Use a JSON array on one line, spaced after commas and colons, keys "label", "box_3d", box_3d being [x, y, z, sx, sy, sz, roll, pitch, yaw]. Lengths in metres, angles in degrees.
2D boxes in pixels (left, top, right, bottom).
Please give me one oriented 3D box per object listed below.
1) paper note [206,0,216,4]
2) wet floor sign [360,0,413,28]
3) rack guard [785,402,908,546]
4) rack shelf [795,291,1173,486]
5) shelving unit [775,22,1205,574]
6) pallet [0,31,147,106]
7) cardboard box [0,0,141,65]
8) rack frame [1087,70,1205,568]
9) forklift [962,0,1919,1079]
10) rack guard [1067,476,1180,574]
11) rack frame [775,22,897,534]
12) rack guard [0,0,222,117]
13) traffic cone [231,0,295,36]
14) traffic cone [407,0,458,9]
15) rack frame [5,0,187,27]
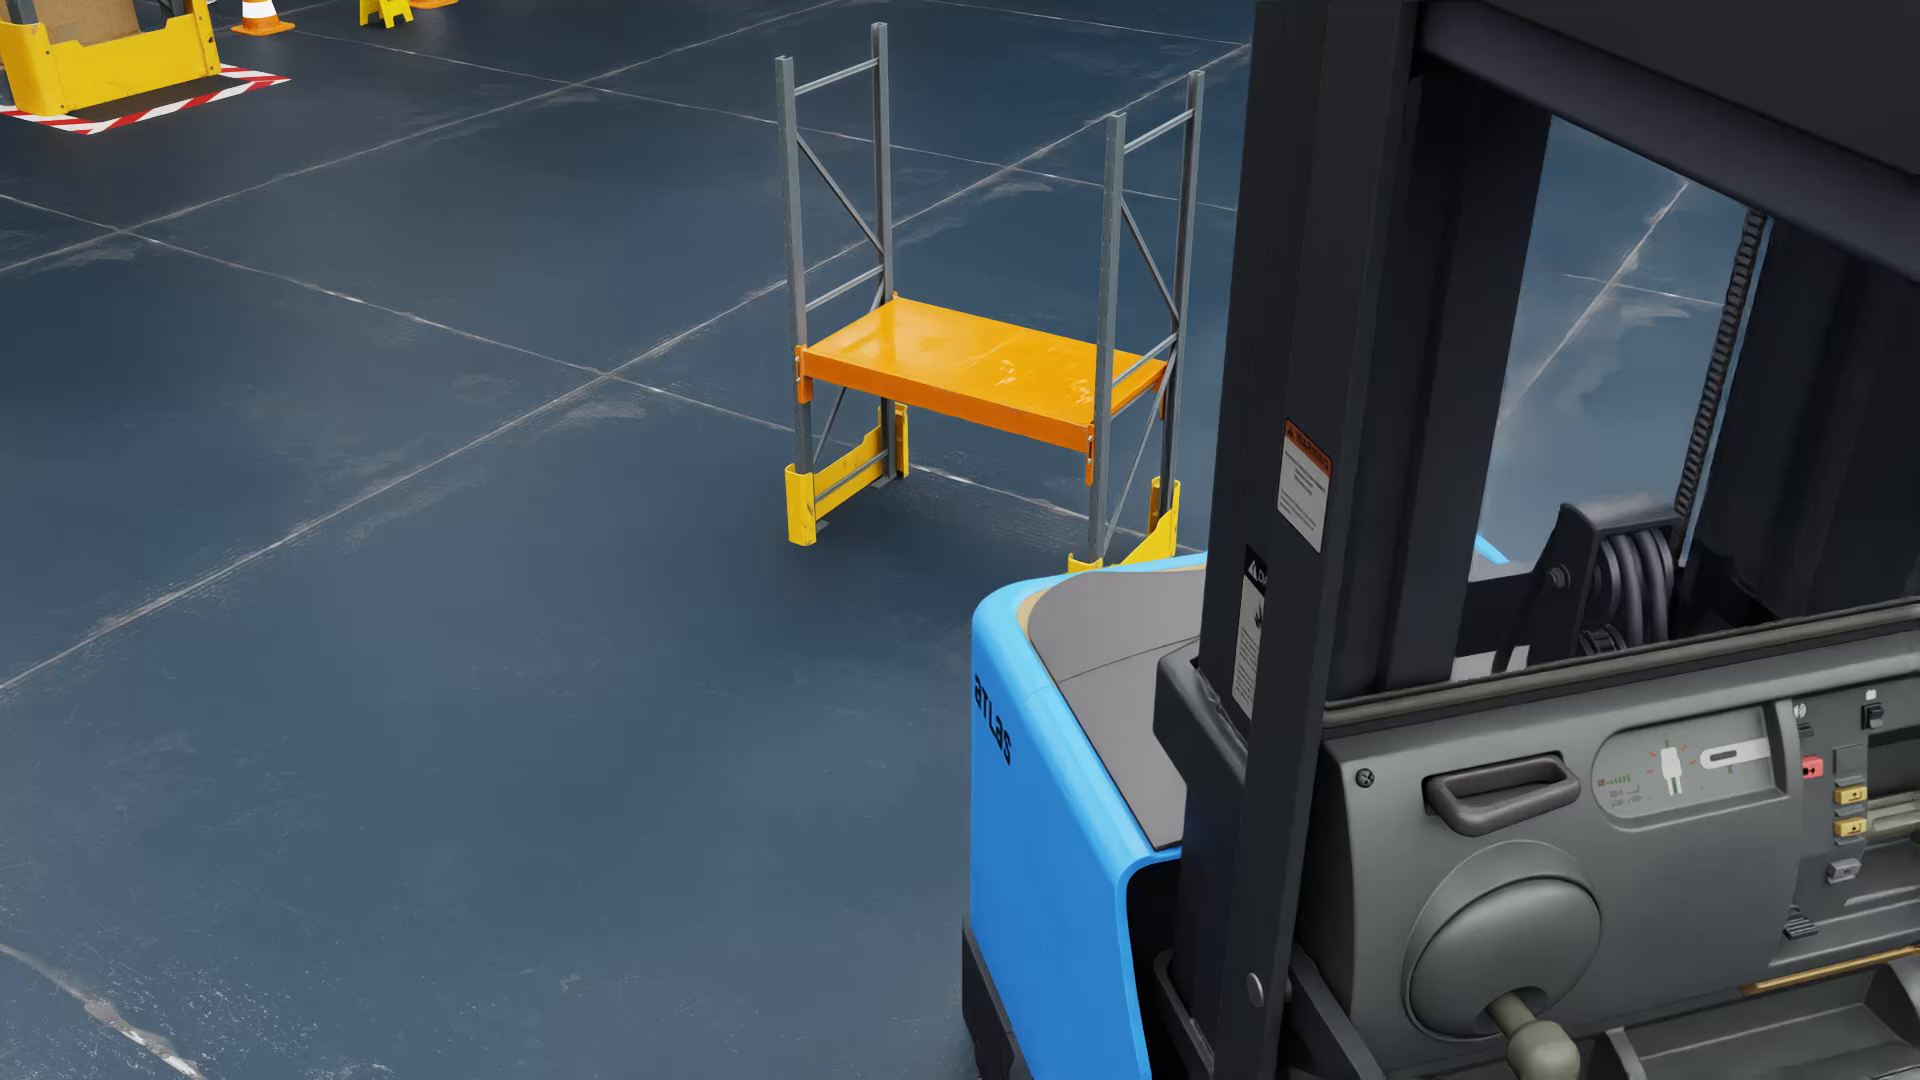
[{"label": "paper note", "box_3d": [-5.345, -3.808, 11.749, 0.144, 0.017, 0.142, -21, 36, -32]}, {"label": "wet floor sign", "box_3d": [-3.877, -3.778, 11.086, 0.232, 0.644, 0.267, 12, 32, 19]}, {"label": "rack guard", "box_3d": [-0.357, -0.221, 5.381, 0.087, 0.250, 0.587, 18, 35, 27]}, {"label": "rack shelf", "box_3d": [0.072, -0.470, 4.924, 1.000, 0.185, 0.538, 18, 35, 27]}, {"label": "shelving unit", "box_3d": [0.065, -0.627, 4.837, 1.083, 1.500, 0.587, 18, 35, 27]}, {"label": "pallet", "box_3d": [-5.673, -2.934, 10.070, 1.213, 0.211, 1.003, 18, 35, 27]}, {"label": "cardboard box", "box_3d": [-5.564, -3.375, 9.750, 0.875, 0.875, 0.875, 18, 35, 28]}, {"label": "rack frame", "box_3d": [0.503, -0.489, 4.599, 0.032, 1.500, 0.500, 18, 35, 27]}, {"label": "forklift", "box_3d": [0.907, 0.388, 1.676, 1.130, 2.935, 3.031, -8, 31, -14]}, {"label": "rack guard", "box_3d": [0.486, 0.046, 4.923, 0.087, 0.250, 0.587, 18, 35, 27]}, {"label": "rack frame", "box_3d": [-0.358, -0.761, 5.066, 0.032, 1.500, 0.500, 18, 35, 27]}, {"label": "rack guard", "box_3d": [-4.934, -2.872, 9.676, 0.348, 0.500, 1.175, 18, 35, 27]}, {"label": "traffic cone", "box_3d": [-4.649, -3.610, 10.979, 0.334, 0.463, 0.336, 18, 35, 27]}, {"label": "traffic cone", "box_3d": [-3.760, -4.002, 11.650, 0.334, 0.463, 0.336, 18, 35, 27]}, {"label": "rack frame", "box_3d": [-4.954, -3.958, 9.057, 0.127, 3.000, 1.000, 18, 35, 27]}]
